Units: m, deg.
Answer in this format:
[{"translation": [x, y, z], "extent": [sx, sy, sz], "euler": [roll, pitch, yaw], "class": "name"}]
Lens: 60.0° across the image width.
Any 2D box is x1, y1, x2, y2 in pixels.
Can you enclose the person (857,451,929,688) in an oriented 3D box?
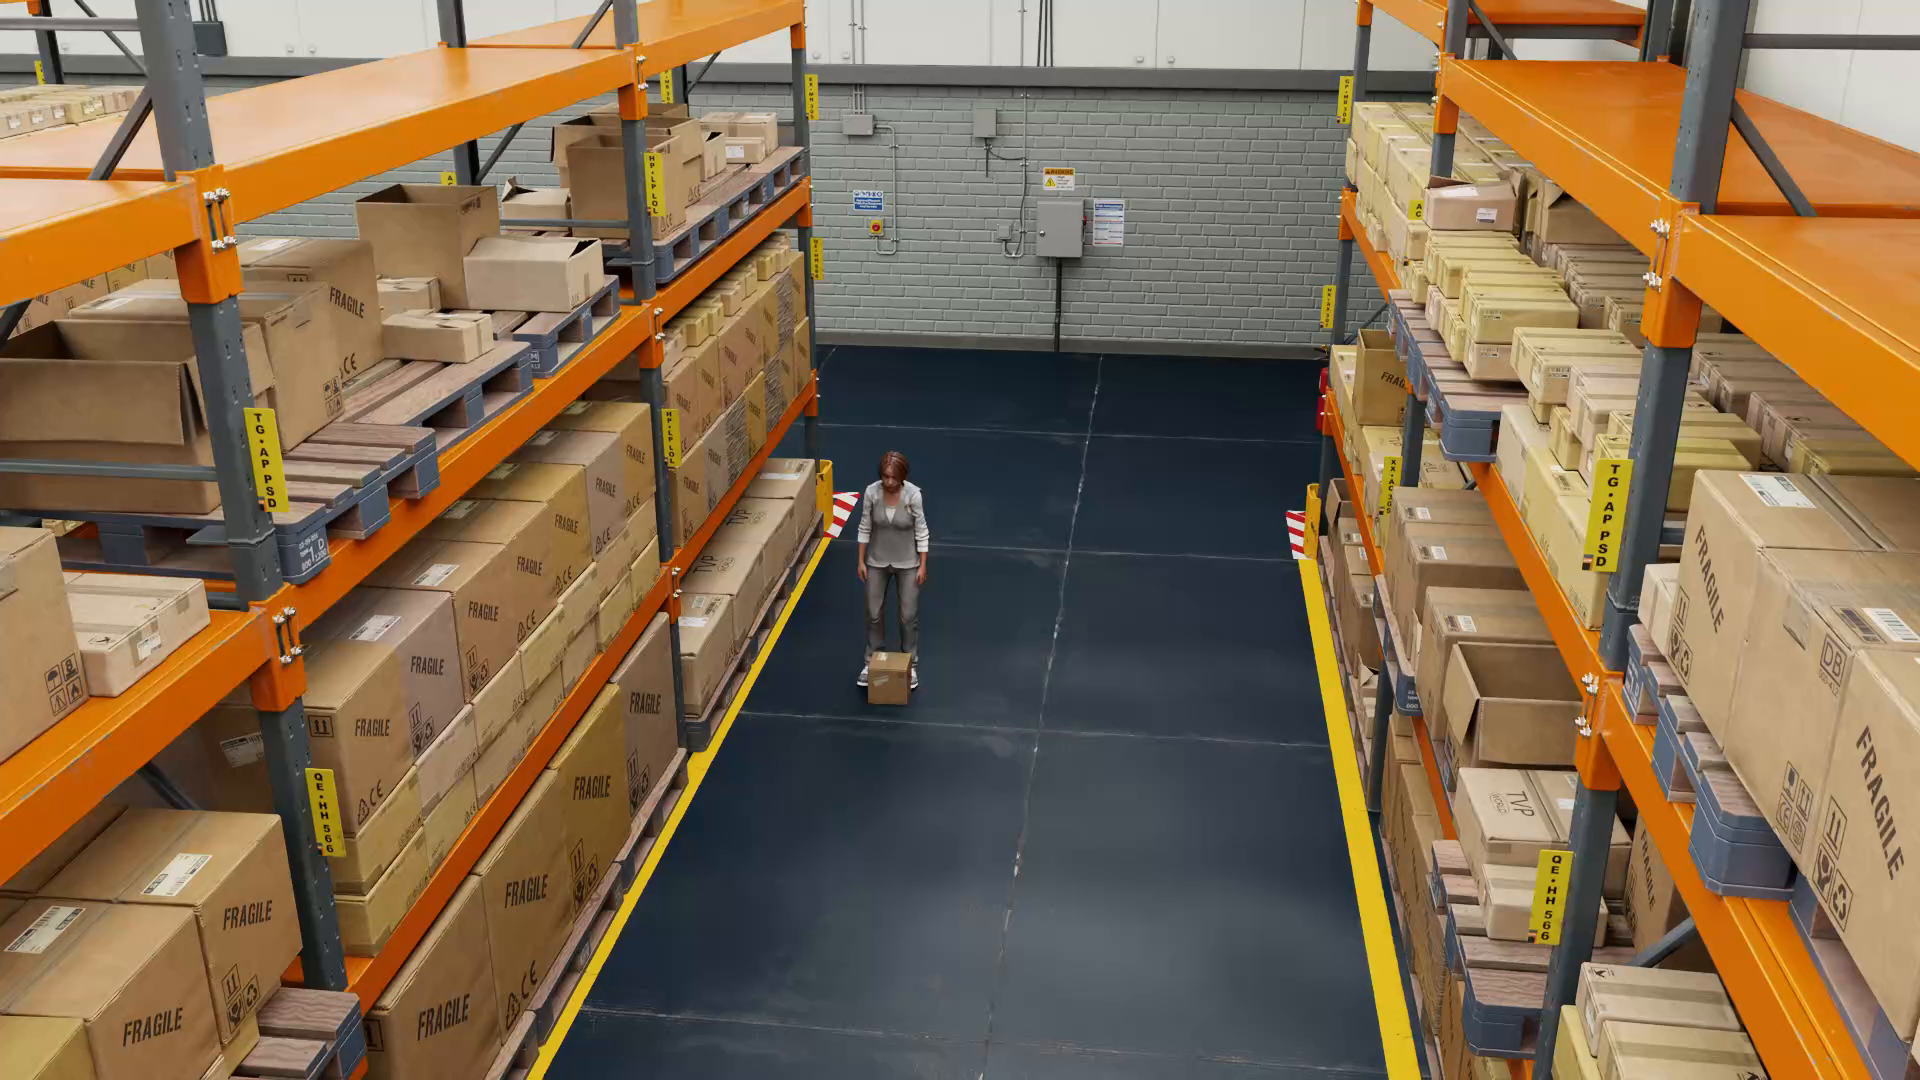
[{"translation": [-0.431, 0.179, 10.649], "extent": [0.460, 1.591, 0.329], "euler": [2, 22, 6], "class": "person"}]
